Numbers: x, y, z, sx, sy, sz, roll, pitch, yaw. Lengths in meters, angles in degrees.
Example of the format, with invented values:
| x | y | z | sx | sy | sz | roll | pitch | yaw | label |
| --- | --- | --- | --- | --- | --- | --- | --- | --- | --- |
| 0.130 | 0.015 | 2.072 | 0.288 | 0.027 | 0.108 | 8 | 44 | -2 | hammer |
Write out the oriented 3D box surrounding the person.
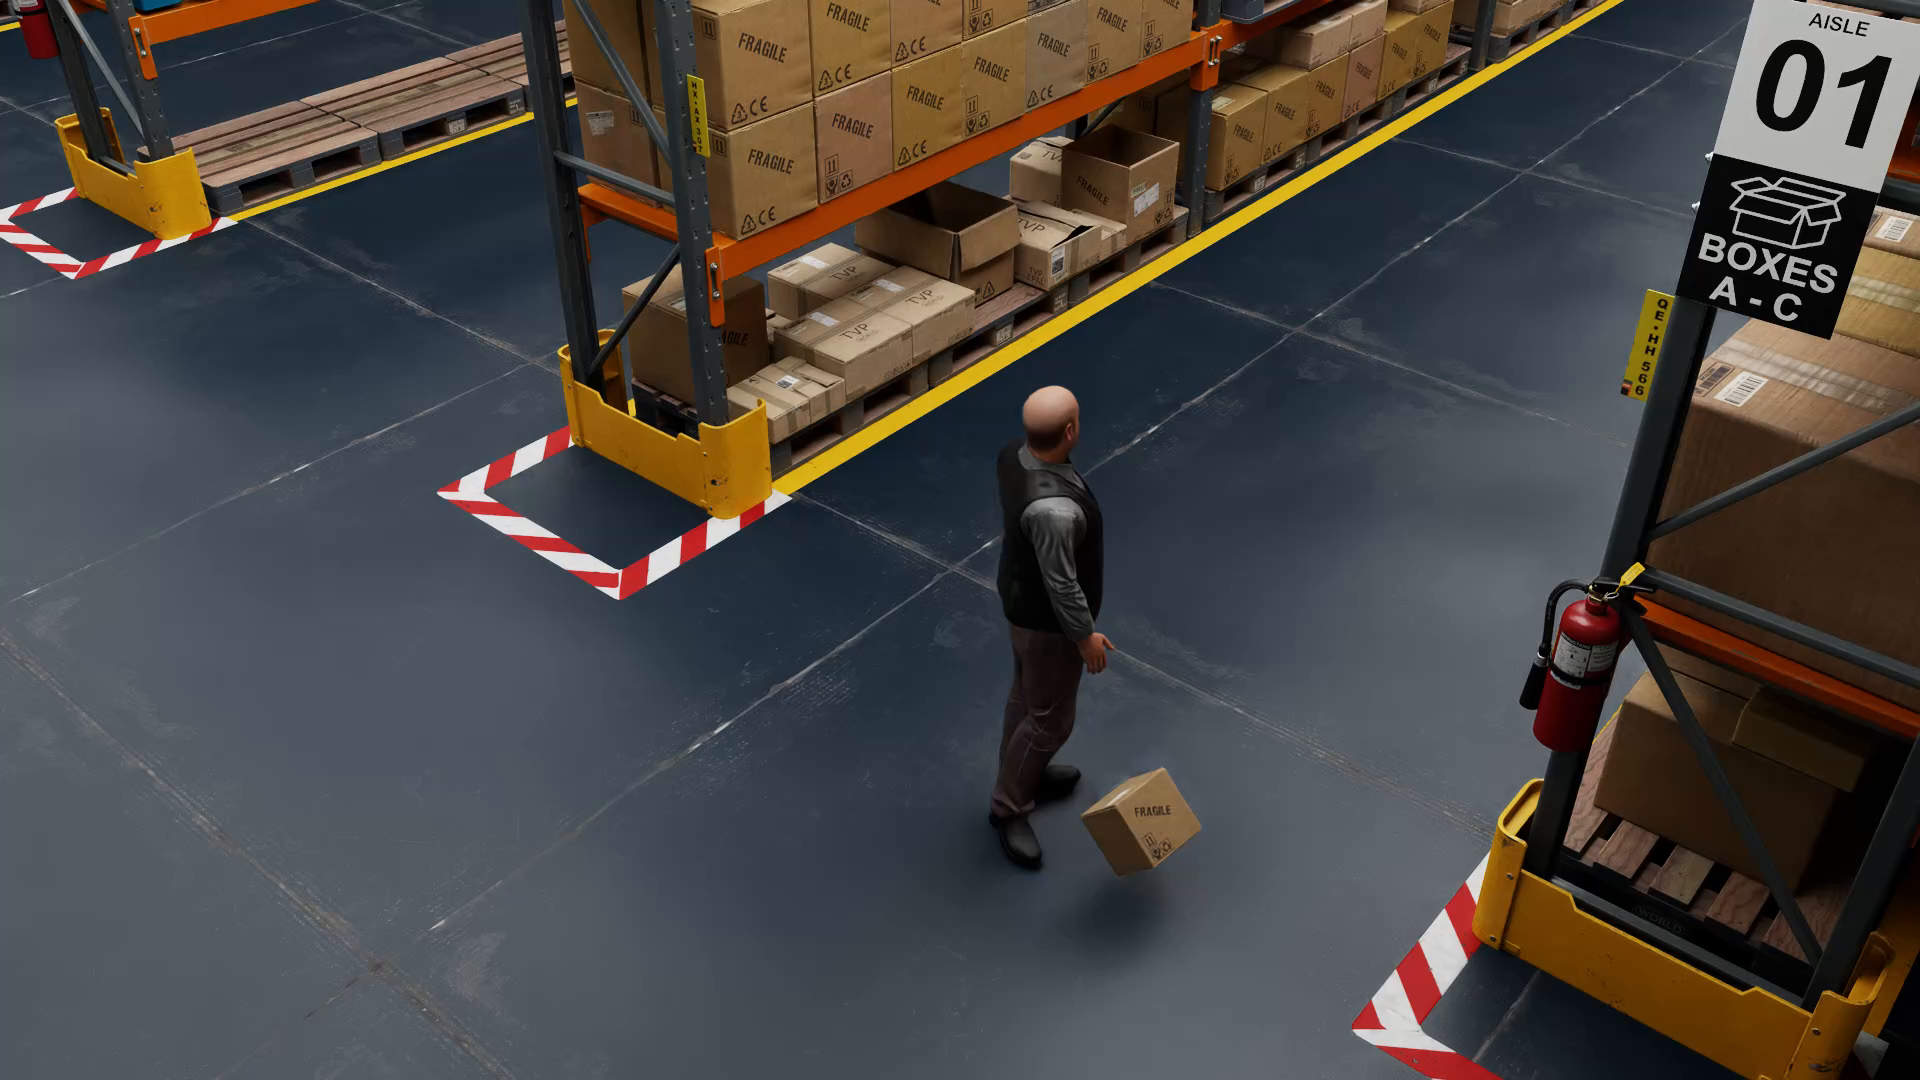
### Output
| x | y | z | sx | sy | sz | roll | pitch | yaw | label |
| --- | --- | --- | --- | --- | --- | --- | --- | --- | --- |
| 0.302 | 0.277 | 5.744 | 0.418 | 1.723 | 0.675 | -4 | 35 | -5 | person |
